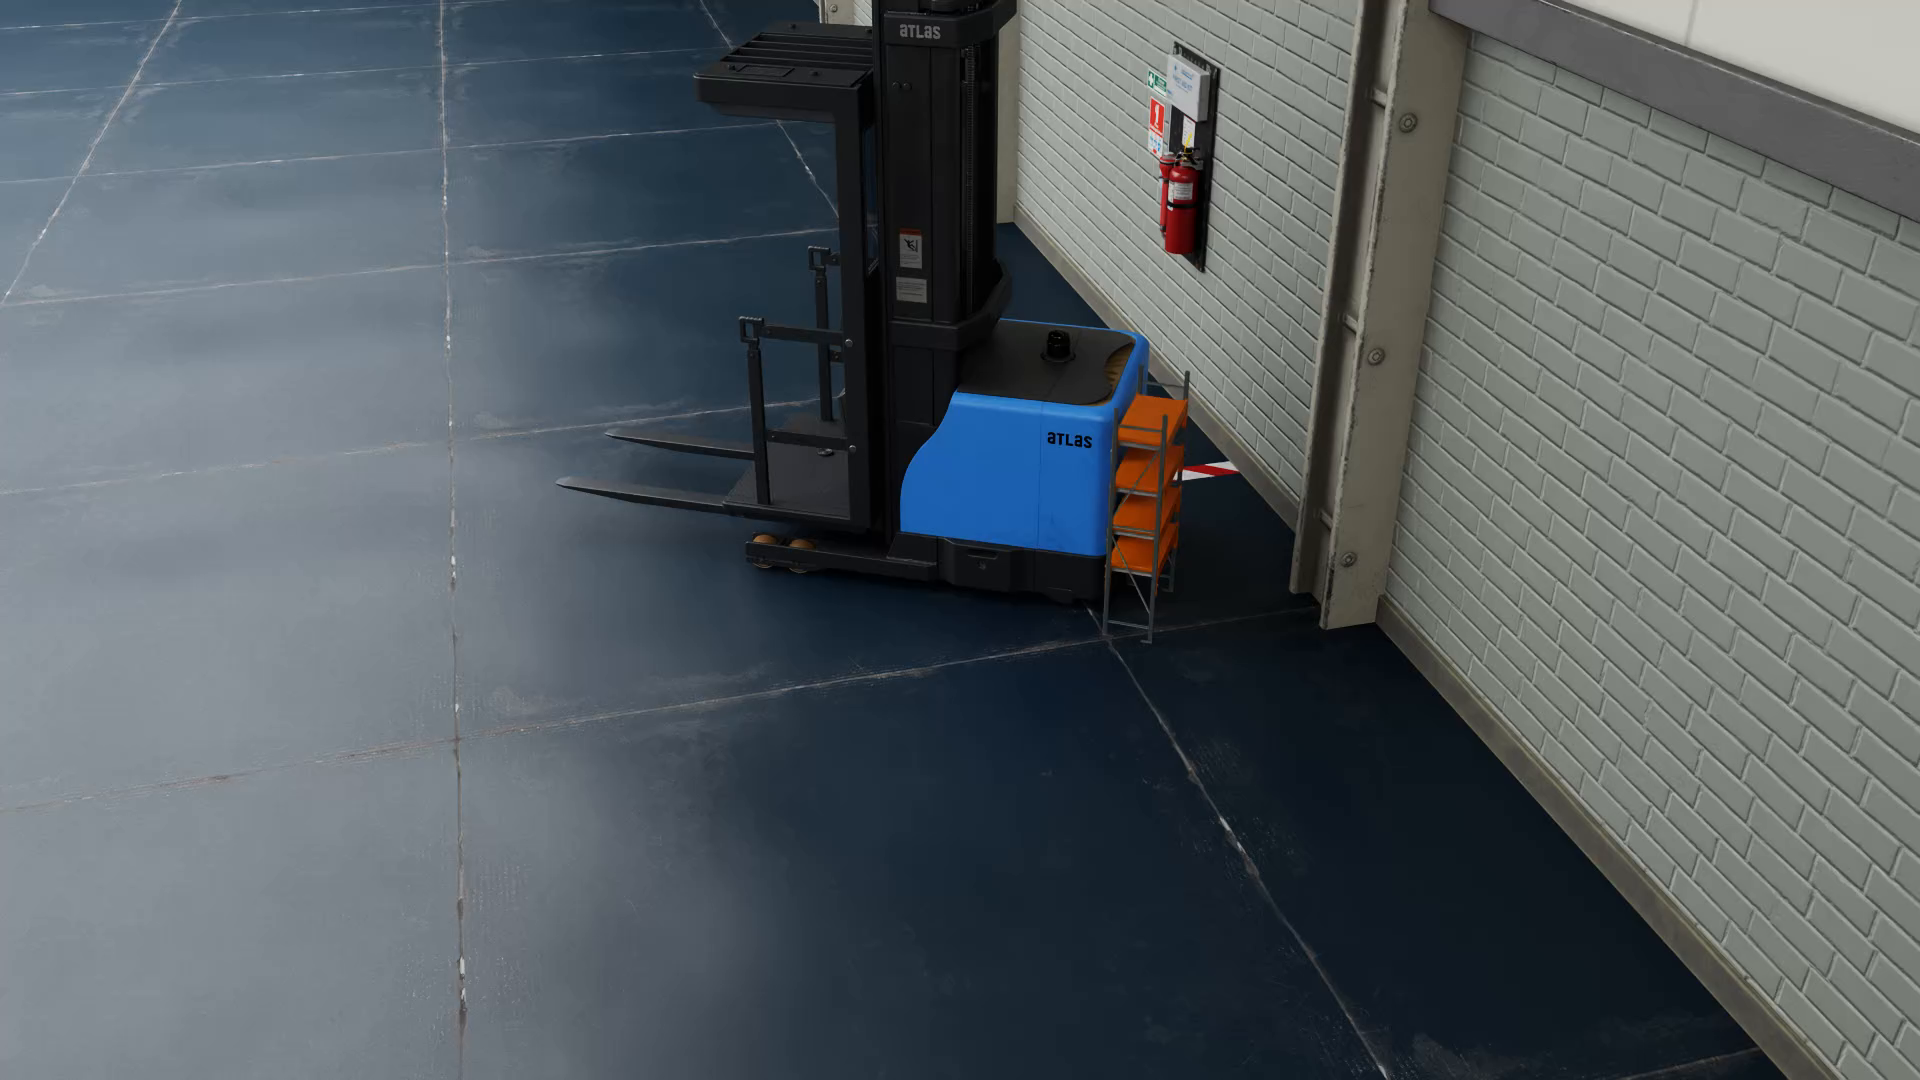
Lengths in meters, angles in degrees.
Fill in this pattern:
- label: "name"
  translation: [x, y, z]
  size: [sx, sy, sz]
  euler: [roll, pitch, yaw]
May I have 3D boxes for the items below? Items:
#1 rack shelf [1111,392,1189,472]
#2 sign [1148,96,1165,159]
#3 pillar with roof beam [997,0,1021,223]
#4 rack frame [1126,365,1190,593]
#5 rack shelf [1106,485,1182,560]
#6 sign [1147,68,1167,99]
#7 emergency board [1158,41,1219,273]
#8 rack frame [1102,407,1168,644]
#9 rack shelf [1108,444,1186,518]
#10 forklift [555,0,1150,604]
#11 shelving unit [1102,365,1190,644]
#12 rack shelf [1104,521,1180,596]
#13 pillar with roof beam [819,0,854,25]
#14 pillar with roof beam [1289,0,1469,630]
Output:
- label: "rack shelf"
  translation: [0.874, -0.503, 7.636]
  size: [0.258, 0.148, 0.480]
  euler: [9, 31, 16]
- label: "sign"
  translation: [1.180, -2.477, 10.000]
  size: [0.001, 0.329, 0.234]
  euler: [-8, 31, -13]
- label: "pillar with roof beam"
  translation: [-3.896, -5.904, 9.968]
  size: [9.100, 9.000, 0.400]
  euler: [-8, 31, -13]
- label: "rack frame"
  translation: [0.950, -0.279, 8.034]
  size: [0.240, 1.200, 0.015]
  euler: [9, 31, 16]
- label: "rack shelf"
  translation: [0.874, -0.104, 7.867]
  size: [0.258, 0.148, 0.480]
  euler: [9, 31, 16]
- label: "sign"
  translation: [1.173, -2.703, 9.862]
  size: [0.001, 0.109, 0.331]
  euler: [-8, 31, -13]
- label: "emergency board"
  translation: [1.228, -2.181, 9.524]
  size: [0.194, 1.169, 0.643]
  euler: [-8, 31, -13]
- label: "rack frame"
  translation: [0.798, -0.046, 7.633]
  size: [0.240, 1.200, 0.015]
  euler: [9, 31, 16]
- label: "rack shelf"
  translation: [0.874, -0.298, 7.755]
  size: [0.258, 0.148, 0.480]
  euler: [9, 31, 16]
- label: "forklift"
  translation: [-0.603, -1.347, 8.152]
  size: [3.031, 2.935, 1.130]
  euler: [7, 31, 13]
- label: "shelving unit"
  translation: [0.874, -0.163, 7.833]
  size: [0.258, 1.200, 0.503]
  euler: [9, 31, 16]
- label: "rack shelf"
  translation: [0.874, 0.067, 7.966]
  size: [0.258, 0.148, 0.480]
  euler: [9, 31, 16]
- label: "pillar with roof beam"
  translation: [-5.489, -8.802, 14.975]
  size: [9.100, 9.000, 0.400]
  euler: [-8, 31, -13]
- label: "pillar with roof beam"
  translation: [-2.304, -3.007, 4.961]
  size: [9.100, 9.000, 0.400]
  euler: [-8, 31, -13]
